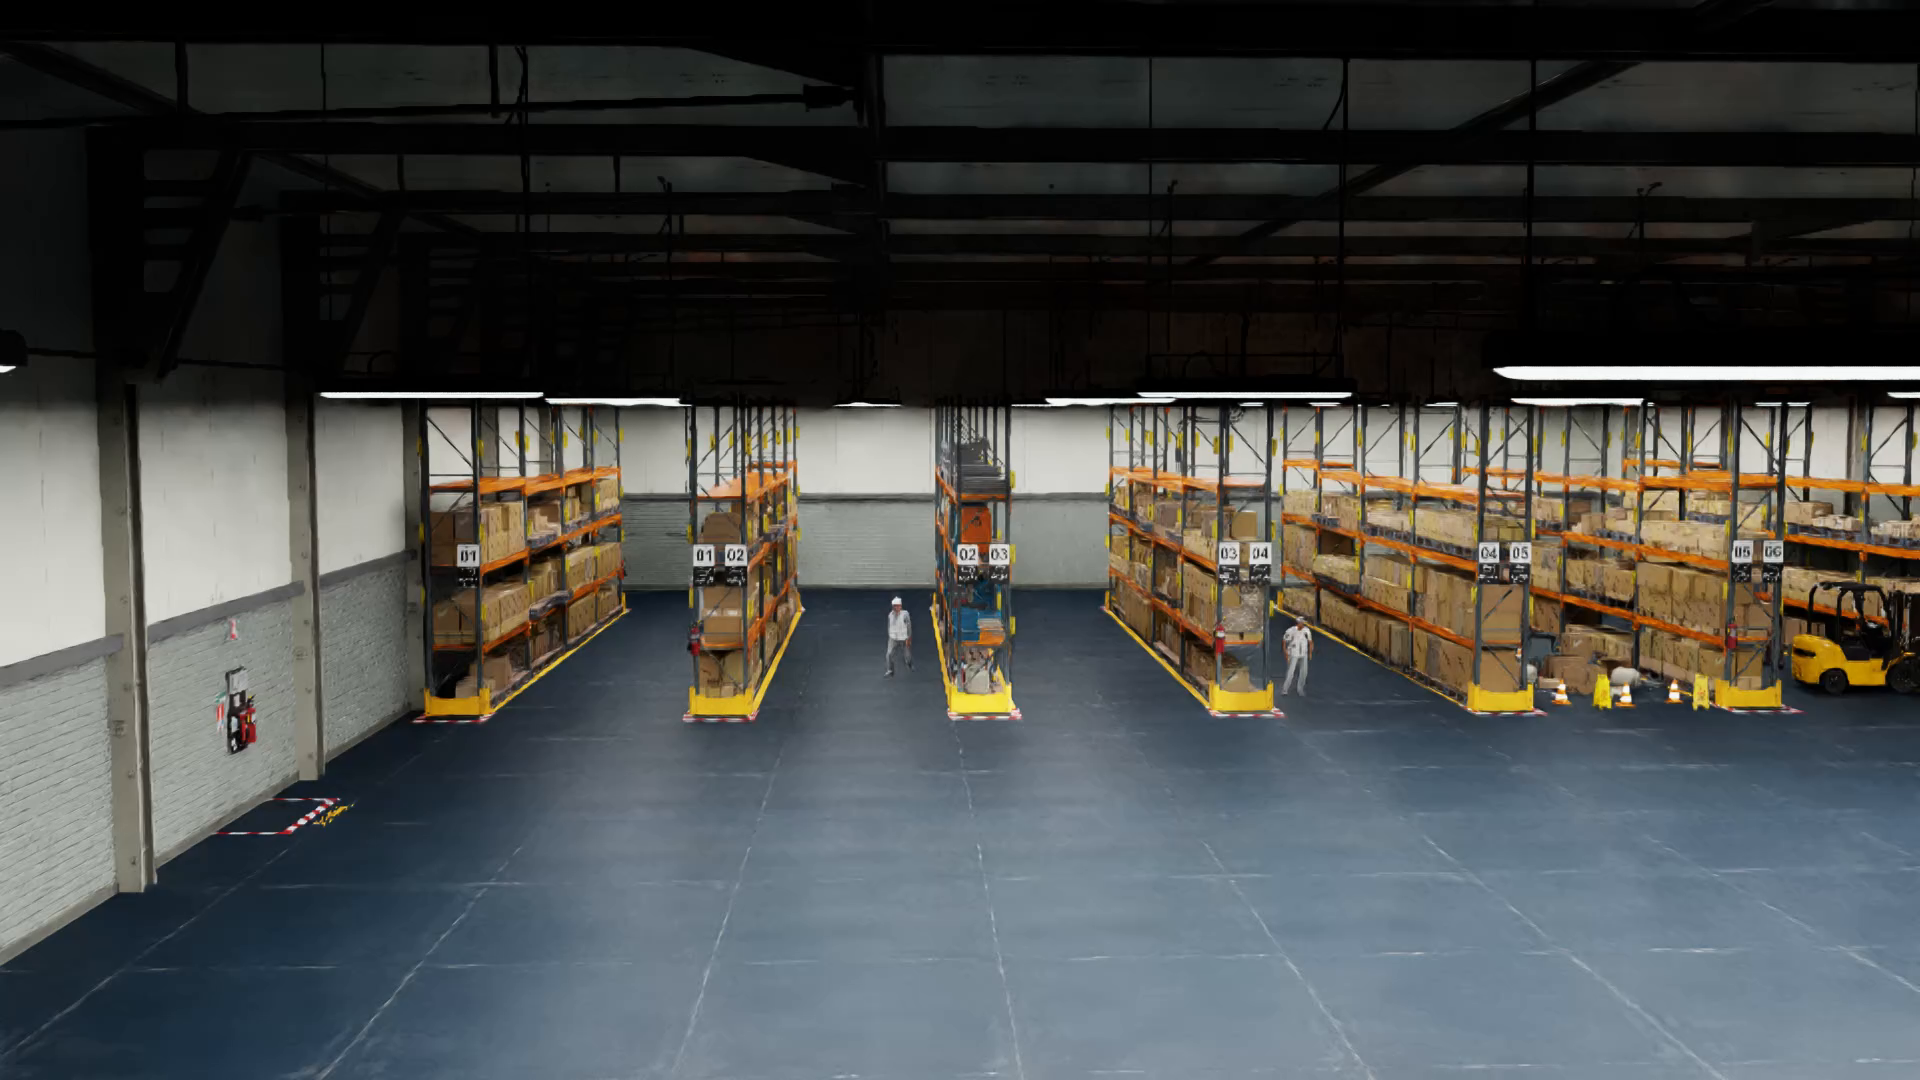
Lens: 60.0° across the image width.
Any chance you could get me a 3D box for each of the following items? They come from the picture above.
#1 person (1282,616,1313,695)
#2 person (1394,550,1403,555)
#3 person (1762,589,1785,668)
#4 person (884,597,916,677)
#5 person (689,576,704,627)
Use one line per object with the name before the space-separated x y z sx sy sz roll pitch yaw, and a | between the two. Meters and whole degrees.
person | 6.756 2.309 33.270 0.625 1.611 0.568 0 5 -5
person | 12.425 1.124 47.081 0.420 1.761 0.651 -1 5 -12
person | 17.987 1.948 36.863 0.576 1.718 0.626 2 5 26
person | -1.283 2.065 35.639 0.570 1.722 0.955 1 5 18
person | -6.917 1.459 43.887 0.446 1.590 1.110 0 4 0
